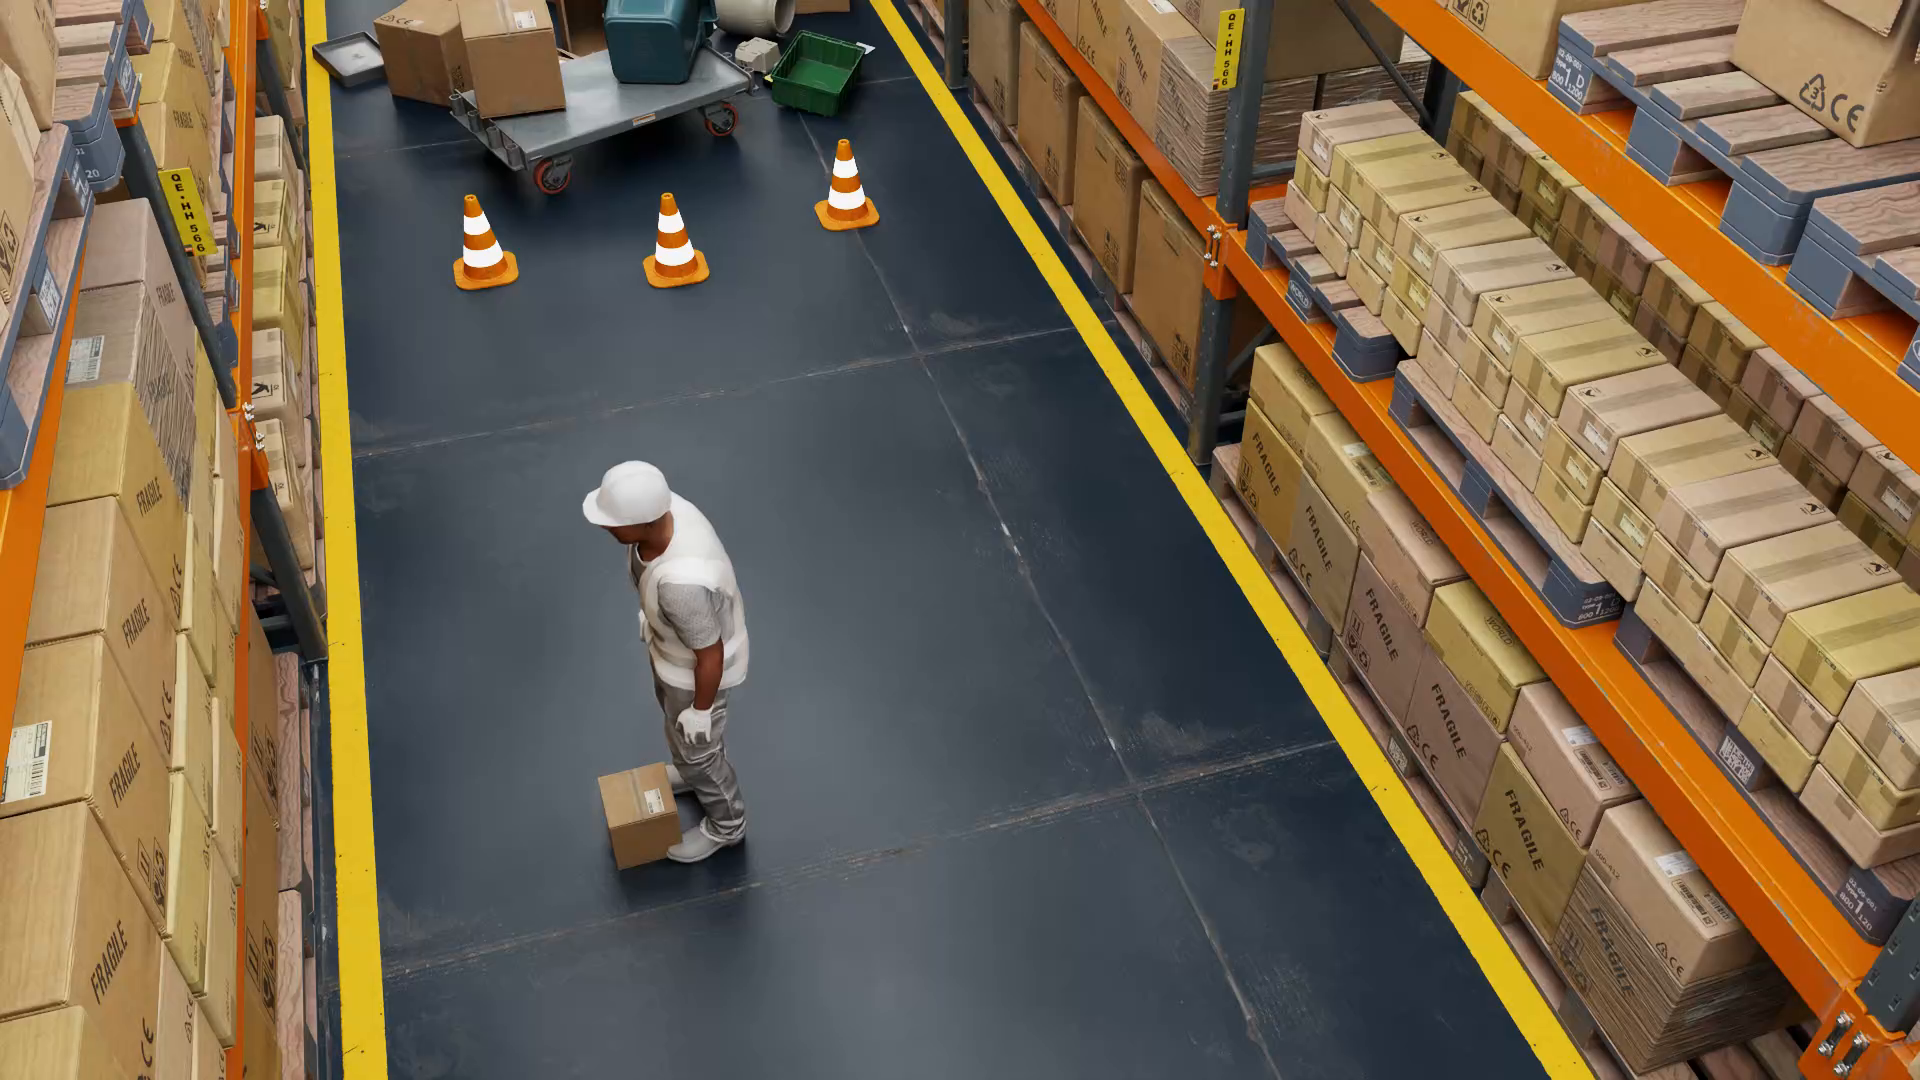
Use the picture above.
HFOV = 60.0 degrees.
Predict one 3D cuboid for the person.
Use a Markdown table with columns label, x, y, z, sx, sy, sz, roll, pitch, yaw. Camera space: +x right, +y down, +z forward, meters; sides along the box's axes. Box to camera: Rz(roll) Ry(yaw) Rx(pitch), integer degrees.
| label | x | y | z | sx | sy | sz | roll | pitch | yaw |
| --- | --- | --- | --- | --- | --- | --- | --- | --- | --- |
| person | -0.958 | 0.407 | 5.697 | 0.451 | 1.773 | 0.627 | -14 | 44 | -15 |
